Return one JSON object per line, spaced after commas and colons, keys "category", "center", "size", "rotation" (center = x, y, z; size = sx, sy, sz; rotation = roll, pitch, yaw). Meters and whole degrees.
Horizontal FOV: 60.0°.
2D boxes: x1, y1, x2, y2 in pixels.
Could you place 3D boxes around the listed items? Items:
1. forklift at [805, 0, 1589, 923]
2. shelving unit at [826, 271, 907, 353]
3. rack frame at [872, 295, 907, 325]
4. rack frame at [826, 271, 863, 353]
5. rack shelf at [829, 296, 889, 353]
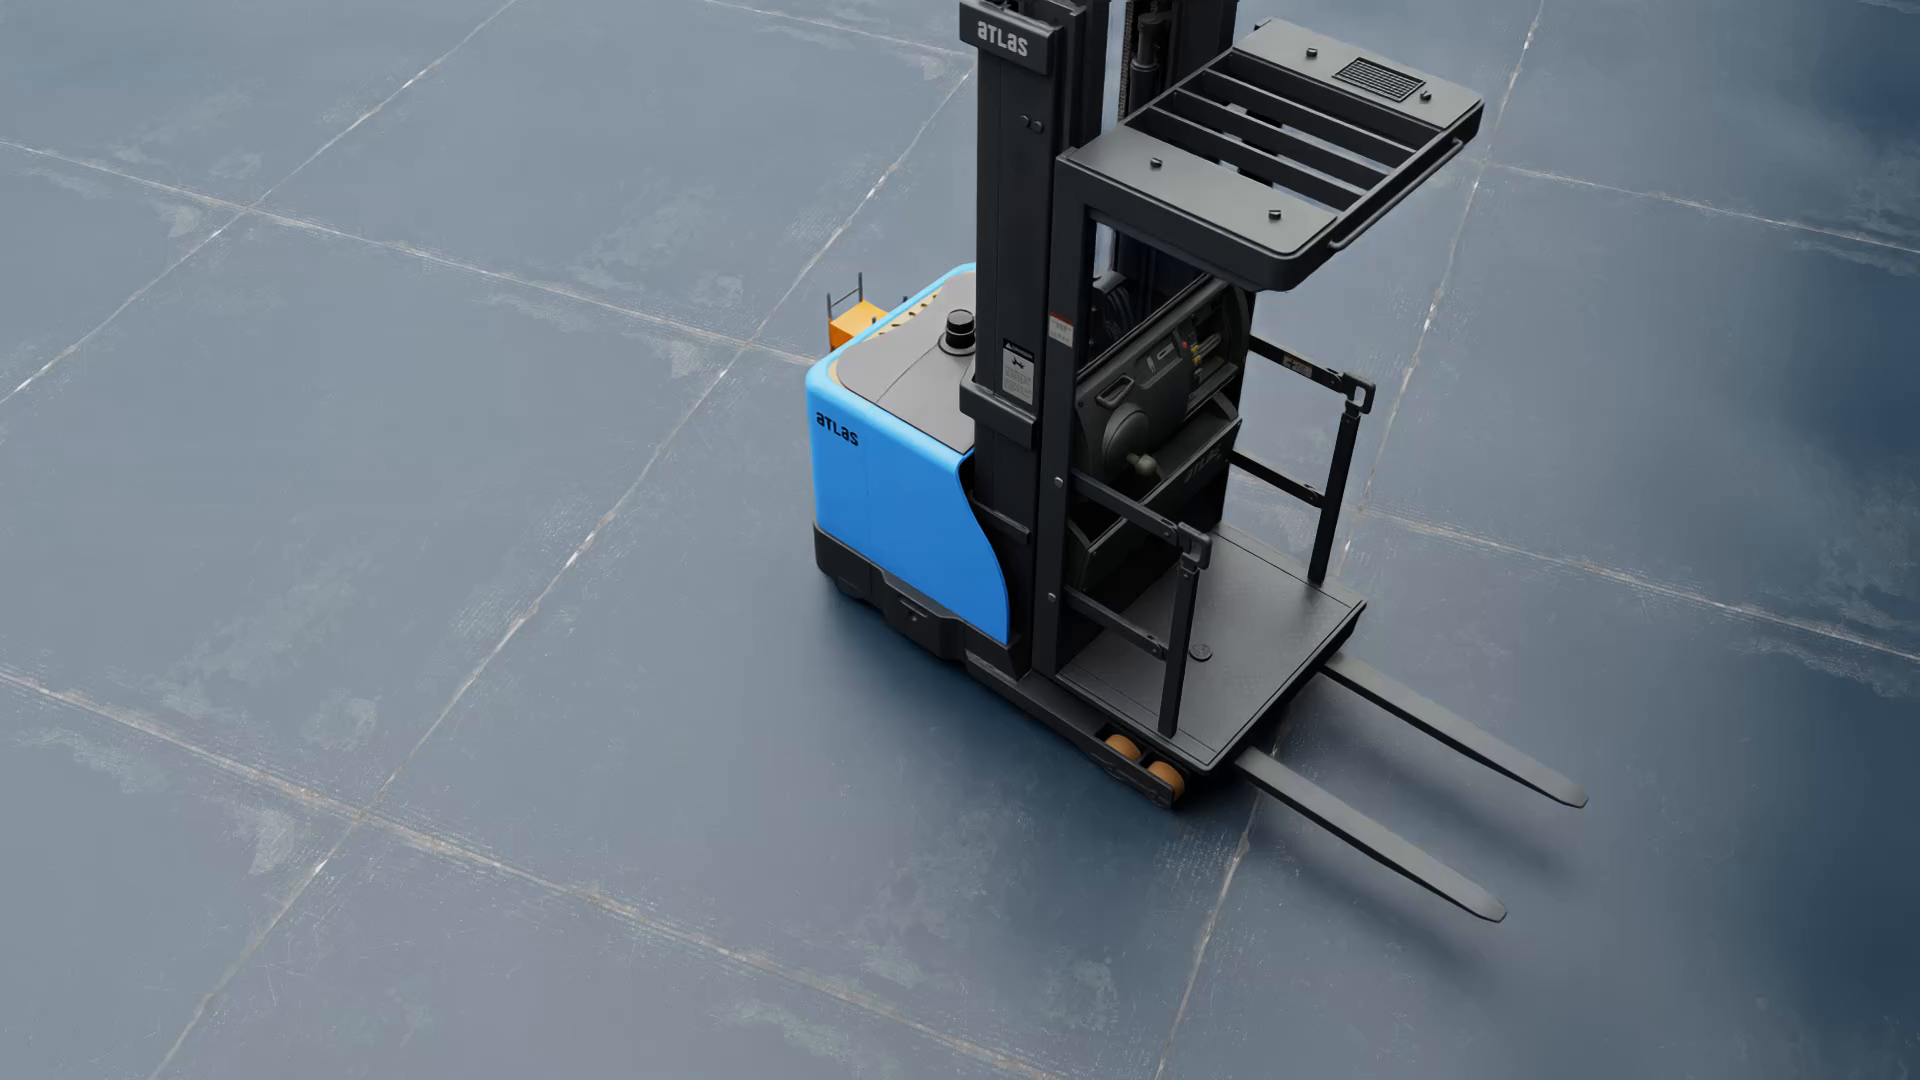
{"category": "forklift", "center": [0.851, -0.487, 5.501], "size": [3.031, 2.935, 1.130], "rotation": [31, 53, 27]}
{"category": "shelving unit", "center": [-0.369, -0.599, 6.946], "size": [0.252, 1.050, 0.215], "rotation": [31, 53, 27]}
{"category": "rack frame", "center": [-0.277, -0.543, 6.890], "size": [0.008, 1.050, 0.200], "rotation": [31, 53, 27]}
{"category": "rack frame", "center": [-0.462, -0.655, 7.003], "size": [0.008, 1.050, 0.200], "rotation": [31, 53, 27]}
{"category": "rack shelf", "center": [-0.369, -0.792, 6.754], "size": [0.240, 0.259, 0.215], "rotation": [31, 53, 27]}
